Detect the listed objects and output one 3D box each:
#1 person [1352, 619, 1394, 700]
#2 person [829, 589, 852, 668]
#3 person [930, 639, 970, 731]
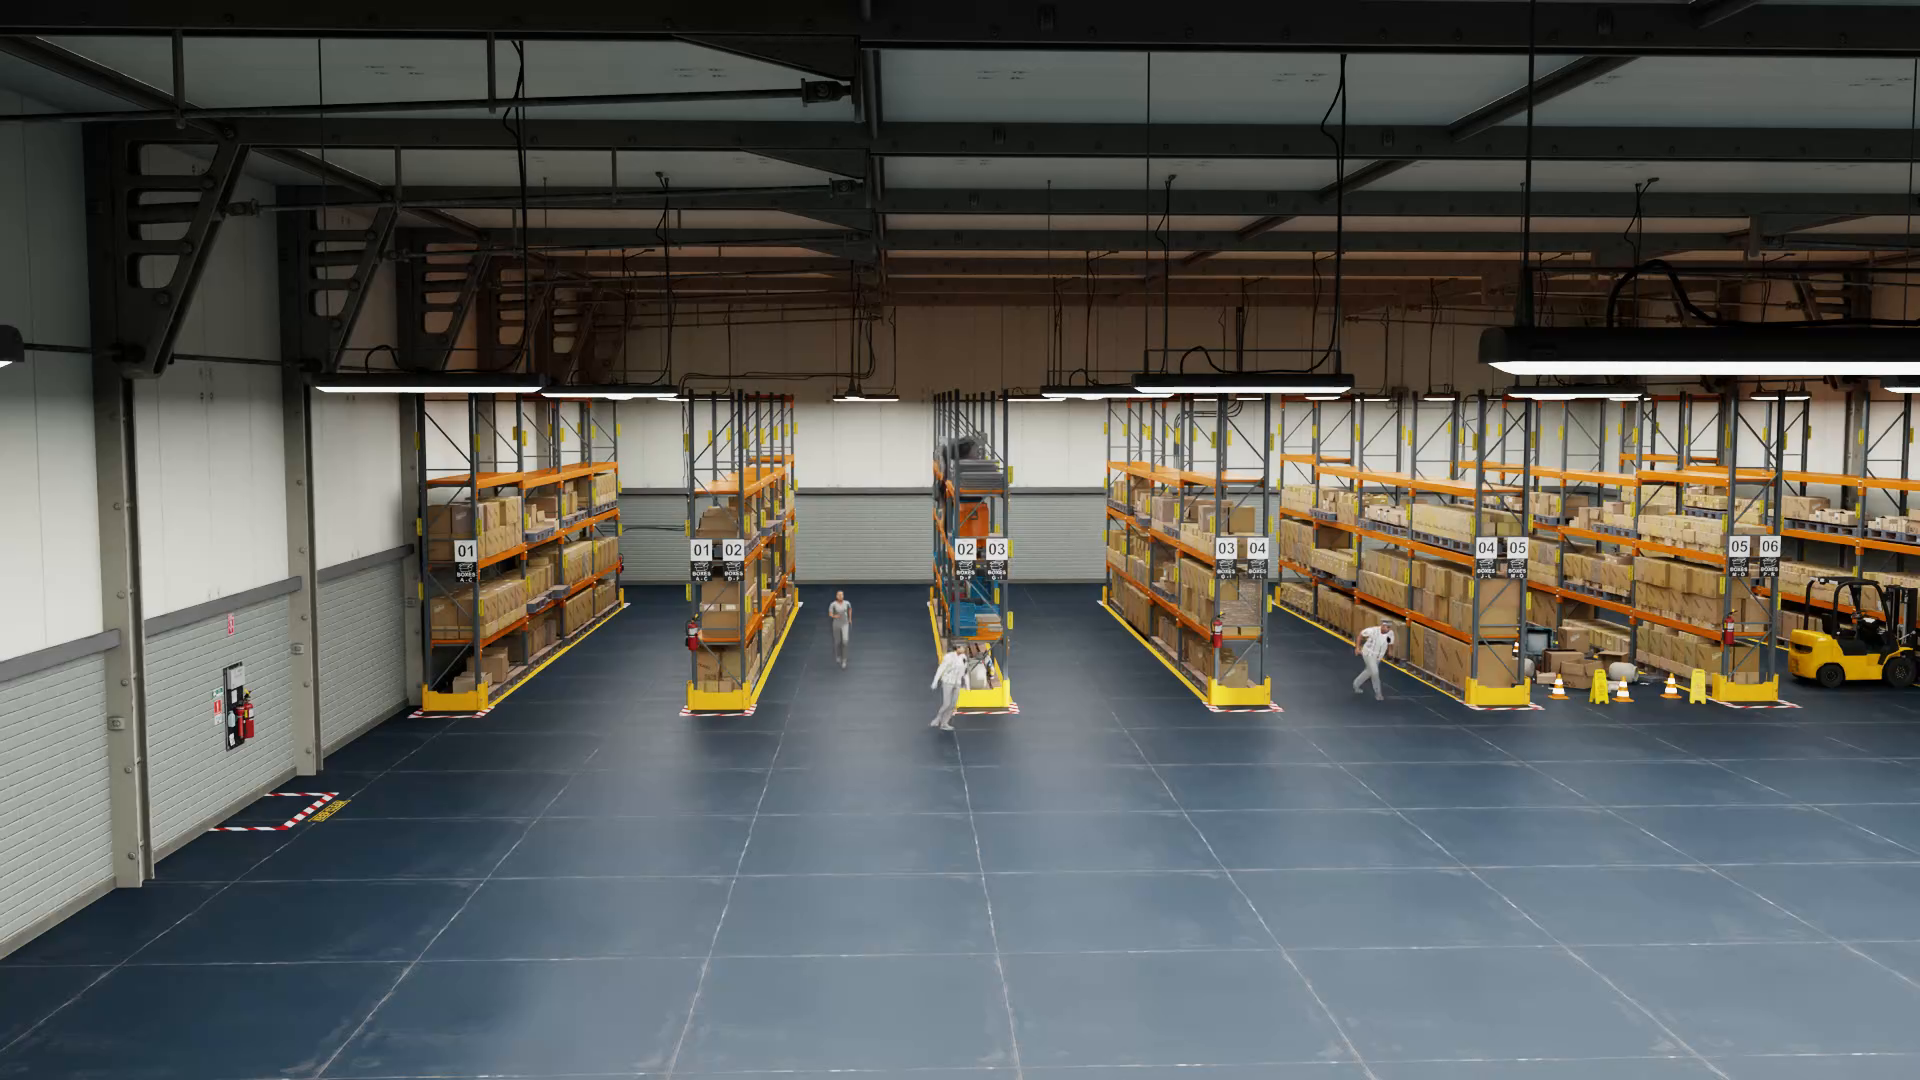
[{"bbox_3d":[8.045,2.277,32.456,0.687,1.586,1.091,-2,5,-20],"label":"person"},{"bbox_3d":[-2.610,1.927,36.354,0.513,1.713,0.817,-1,5,-7],"label":"person"},{"bbox_3d":[-0.155,2.540,29.190,0.633,1.630,0.545,-3,6,-36],"label":"person"}]
